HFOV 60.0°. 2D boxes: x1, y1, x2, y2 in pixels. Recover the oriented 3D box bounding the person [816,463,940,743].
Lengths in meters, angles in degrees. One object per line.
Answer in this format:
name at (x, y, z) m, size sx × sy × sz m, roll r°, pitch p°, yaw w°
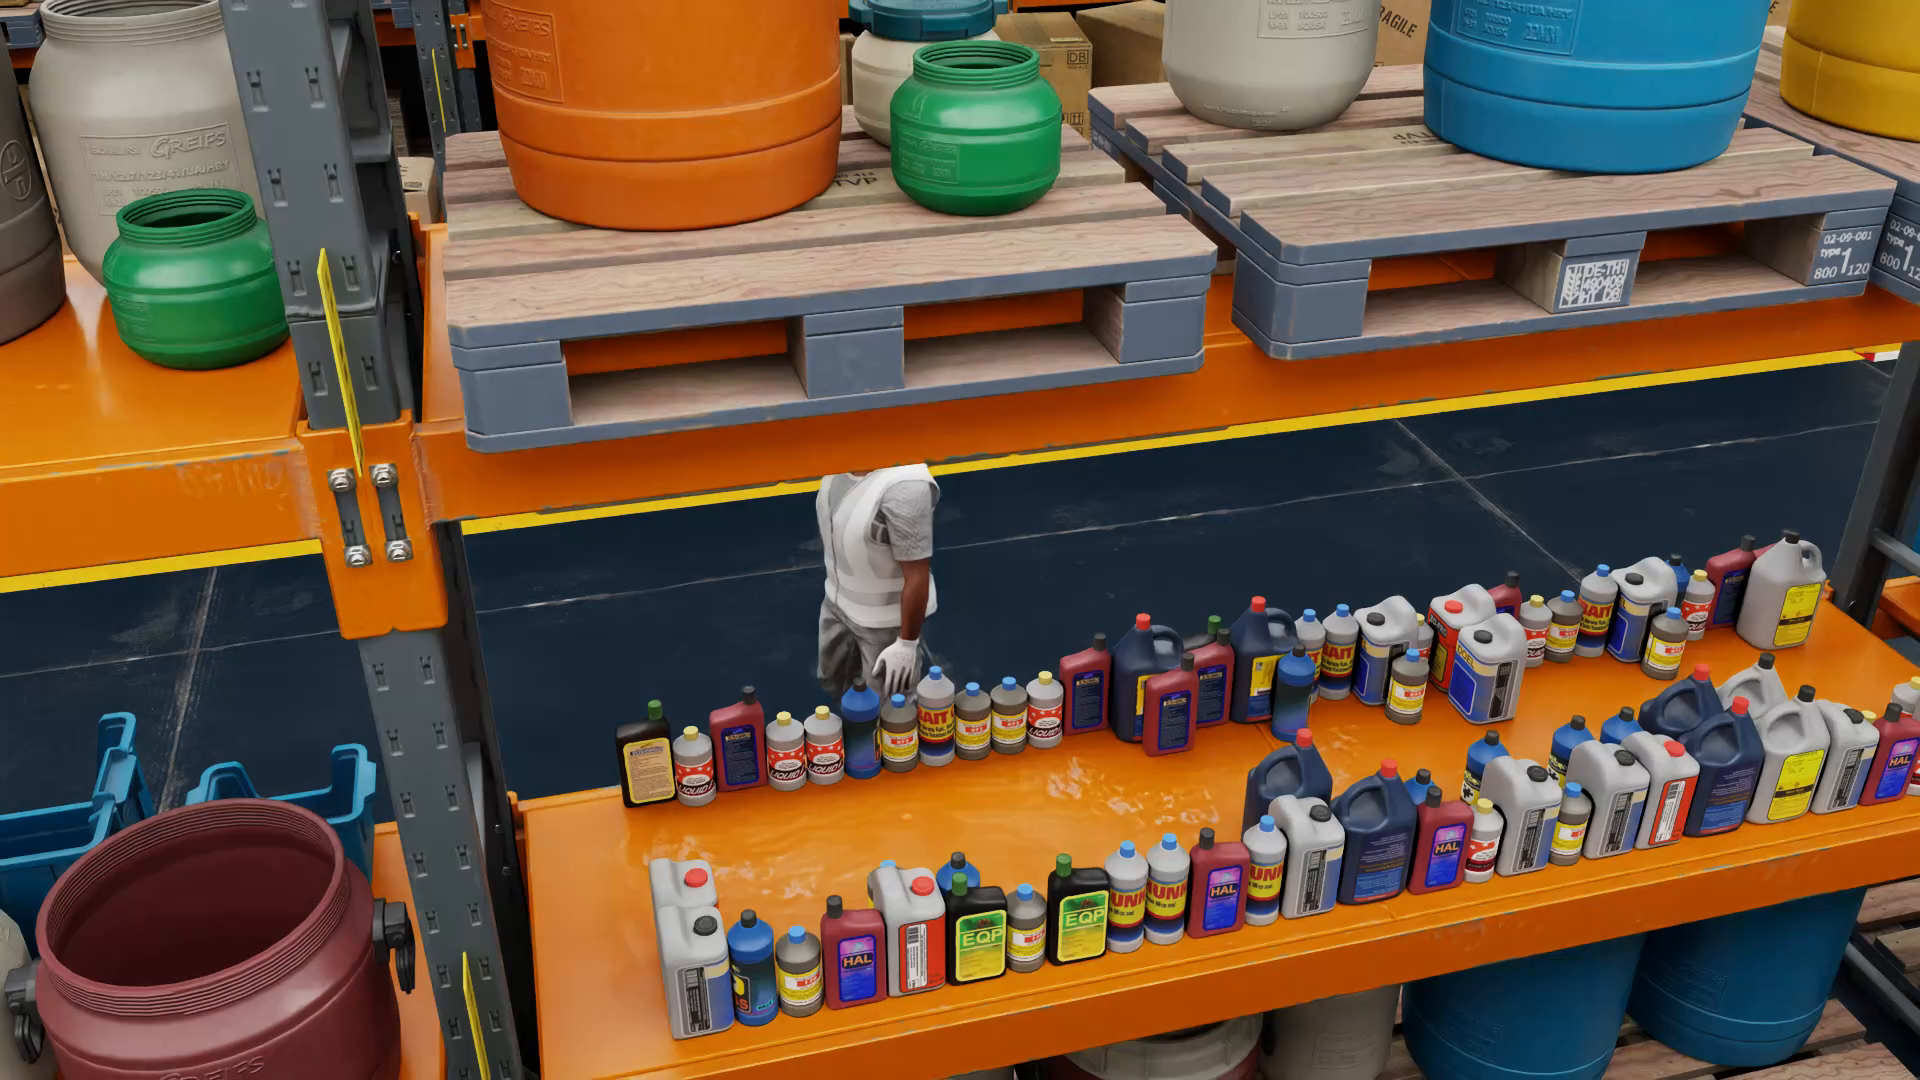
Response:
person at (-0.287, 0.250, 5.668) m, size 0.396 × 1.792 × 0.666 m, roll -17°, pitch 34°, yaw -27°
